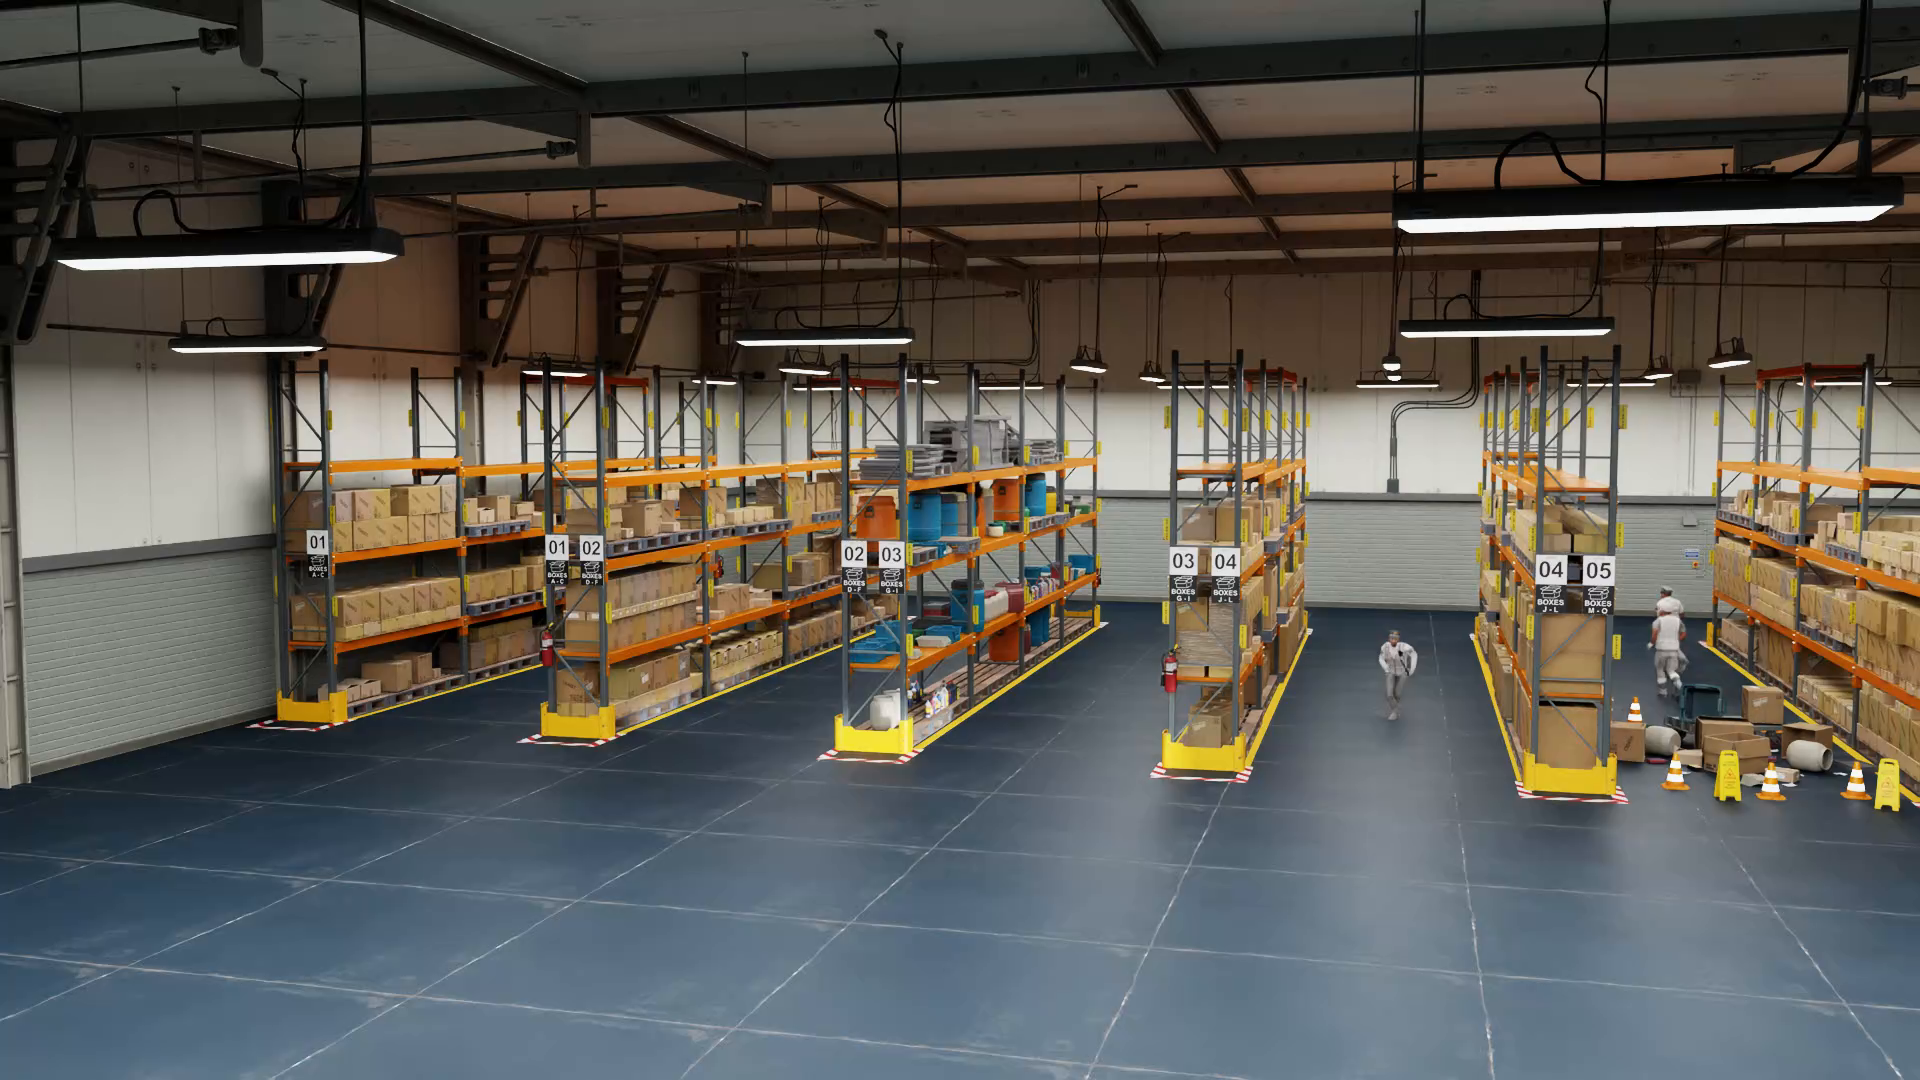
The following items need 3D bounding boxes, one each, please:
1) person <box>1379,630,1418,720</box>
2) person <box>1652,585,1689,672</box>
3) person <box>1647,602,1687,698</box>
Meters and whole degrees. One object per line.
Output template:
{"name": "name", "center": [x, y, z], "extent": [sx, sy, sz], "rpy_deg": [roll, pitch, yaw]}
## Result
{"name": "person", "center": [7.326, 2.244, 27.805], "extent": [0.623, 1.546, 0.791], "rpy_deg": [2, 4, 22]}
{"name": "person", "center": [14.132, 1.777, 32.994], "extent": [0.660, 1.729, 0.816], "rpy_deg": [-1, 4, -12]}
{"name": "person", "center": [12.724, 1.996, 29.803], "extent": [0.659, 1.737, 0.814], "rpy_deg": [0, 4, 3]}
